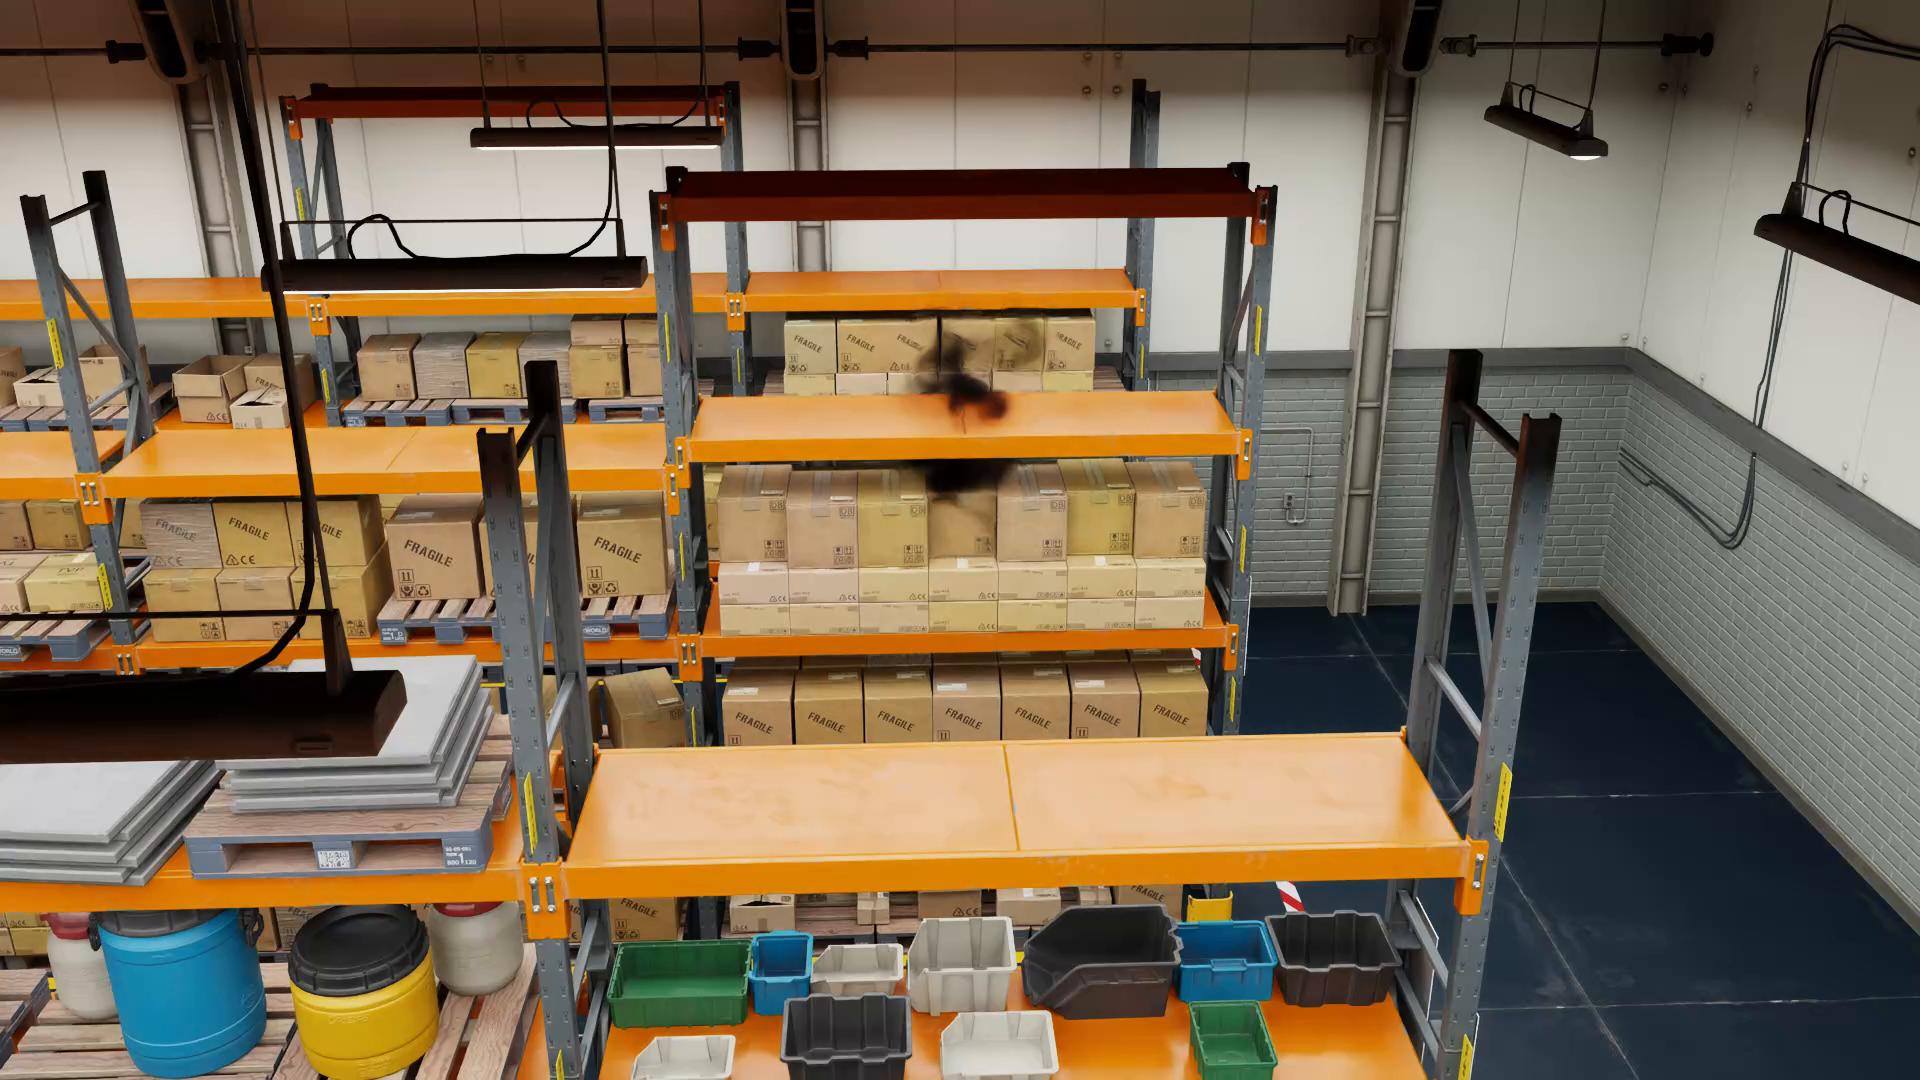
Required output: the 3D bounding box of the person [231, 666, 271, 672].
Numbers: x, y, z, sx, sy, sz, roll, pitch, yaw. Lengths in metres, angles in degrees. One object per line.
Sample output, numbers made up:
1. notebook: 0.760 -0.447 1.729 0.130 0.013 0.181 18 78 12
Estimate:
1. person: -6.460 1.415 15.316 0.867 1.764 0.686 -4 23 -10
